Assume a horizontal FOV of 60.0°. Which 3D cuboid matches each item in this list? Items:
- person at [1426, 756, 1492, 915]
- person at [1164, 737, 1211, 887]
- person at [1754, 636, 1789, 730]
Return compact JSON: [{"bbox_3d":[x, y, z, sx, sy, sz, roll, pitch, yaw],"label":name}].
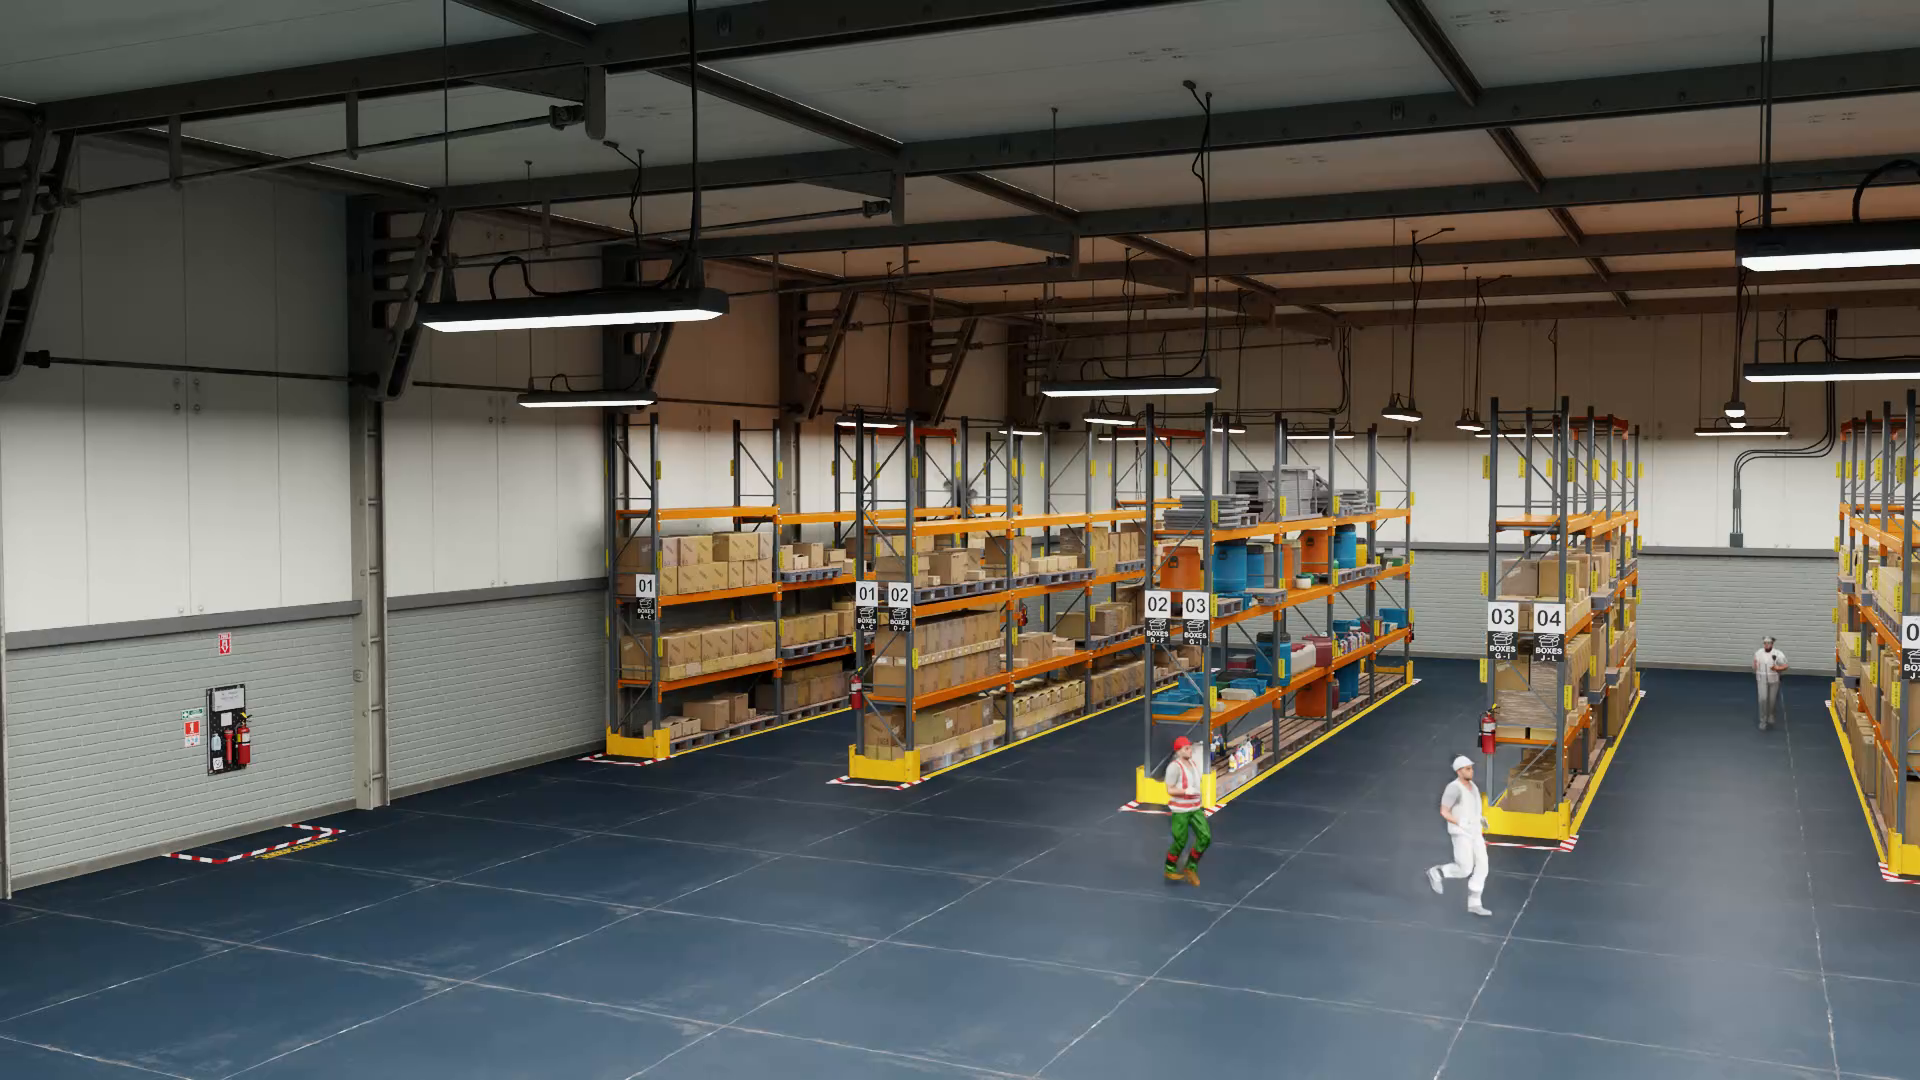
[{"bbox_3d":[5.707,3.328,18.872,0.653,1.758,0.818,-2,3,-38],"label":"person"},{"bbox_3d":[2.742,3.271,19.986,0.635,1.809,0.681,-2,3,-38],"label":"person"},{"bbox_3d":[15.756,2.759,32.343,0.642,1.807,0.914,2,3,33],"label":"person"}]
